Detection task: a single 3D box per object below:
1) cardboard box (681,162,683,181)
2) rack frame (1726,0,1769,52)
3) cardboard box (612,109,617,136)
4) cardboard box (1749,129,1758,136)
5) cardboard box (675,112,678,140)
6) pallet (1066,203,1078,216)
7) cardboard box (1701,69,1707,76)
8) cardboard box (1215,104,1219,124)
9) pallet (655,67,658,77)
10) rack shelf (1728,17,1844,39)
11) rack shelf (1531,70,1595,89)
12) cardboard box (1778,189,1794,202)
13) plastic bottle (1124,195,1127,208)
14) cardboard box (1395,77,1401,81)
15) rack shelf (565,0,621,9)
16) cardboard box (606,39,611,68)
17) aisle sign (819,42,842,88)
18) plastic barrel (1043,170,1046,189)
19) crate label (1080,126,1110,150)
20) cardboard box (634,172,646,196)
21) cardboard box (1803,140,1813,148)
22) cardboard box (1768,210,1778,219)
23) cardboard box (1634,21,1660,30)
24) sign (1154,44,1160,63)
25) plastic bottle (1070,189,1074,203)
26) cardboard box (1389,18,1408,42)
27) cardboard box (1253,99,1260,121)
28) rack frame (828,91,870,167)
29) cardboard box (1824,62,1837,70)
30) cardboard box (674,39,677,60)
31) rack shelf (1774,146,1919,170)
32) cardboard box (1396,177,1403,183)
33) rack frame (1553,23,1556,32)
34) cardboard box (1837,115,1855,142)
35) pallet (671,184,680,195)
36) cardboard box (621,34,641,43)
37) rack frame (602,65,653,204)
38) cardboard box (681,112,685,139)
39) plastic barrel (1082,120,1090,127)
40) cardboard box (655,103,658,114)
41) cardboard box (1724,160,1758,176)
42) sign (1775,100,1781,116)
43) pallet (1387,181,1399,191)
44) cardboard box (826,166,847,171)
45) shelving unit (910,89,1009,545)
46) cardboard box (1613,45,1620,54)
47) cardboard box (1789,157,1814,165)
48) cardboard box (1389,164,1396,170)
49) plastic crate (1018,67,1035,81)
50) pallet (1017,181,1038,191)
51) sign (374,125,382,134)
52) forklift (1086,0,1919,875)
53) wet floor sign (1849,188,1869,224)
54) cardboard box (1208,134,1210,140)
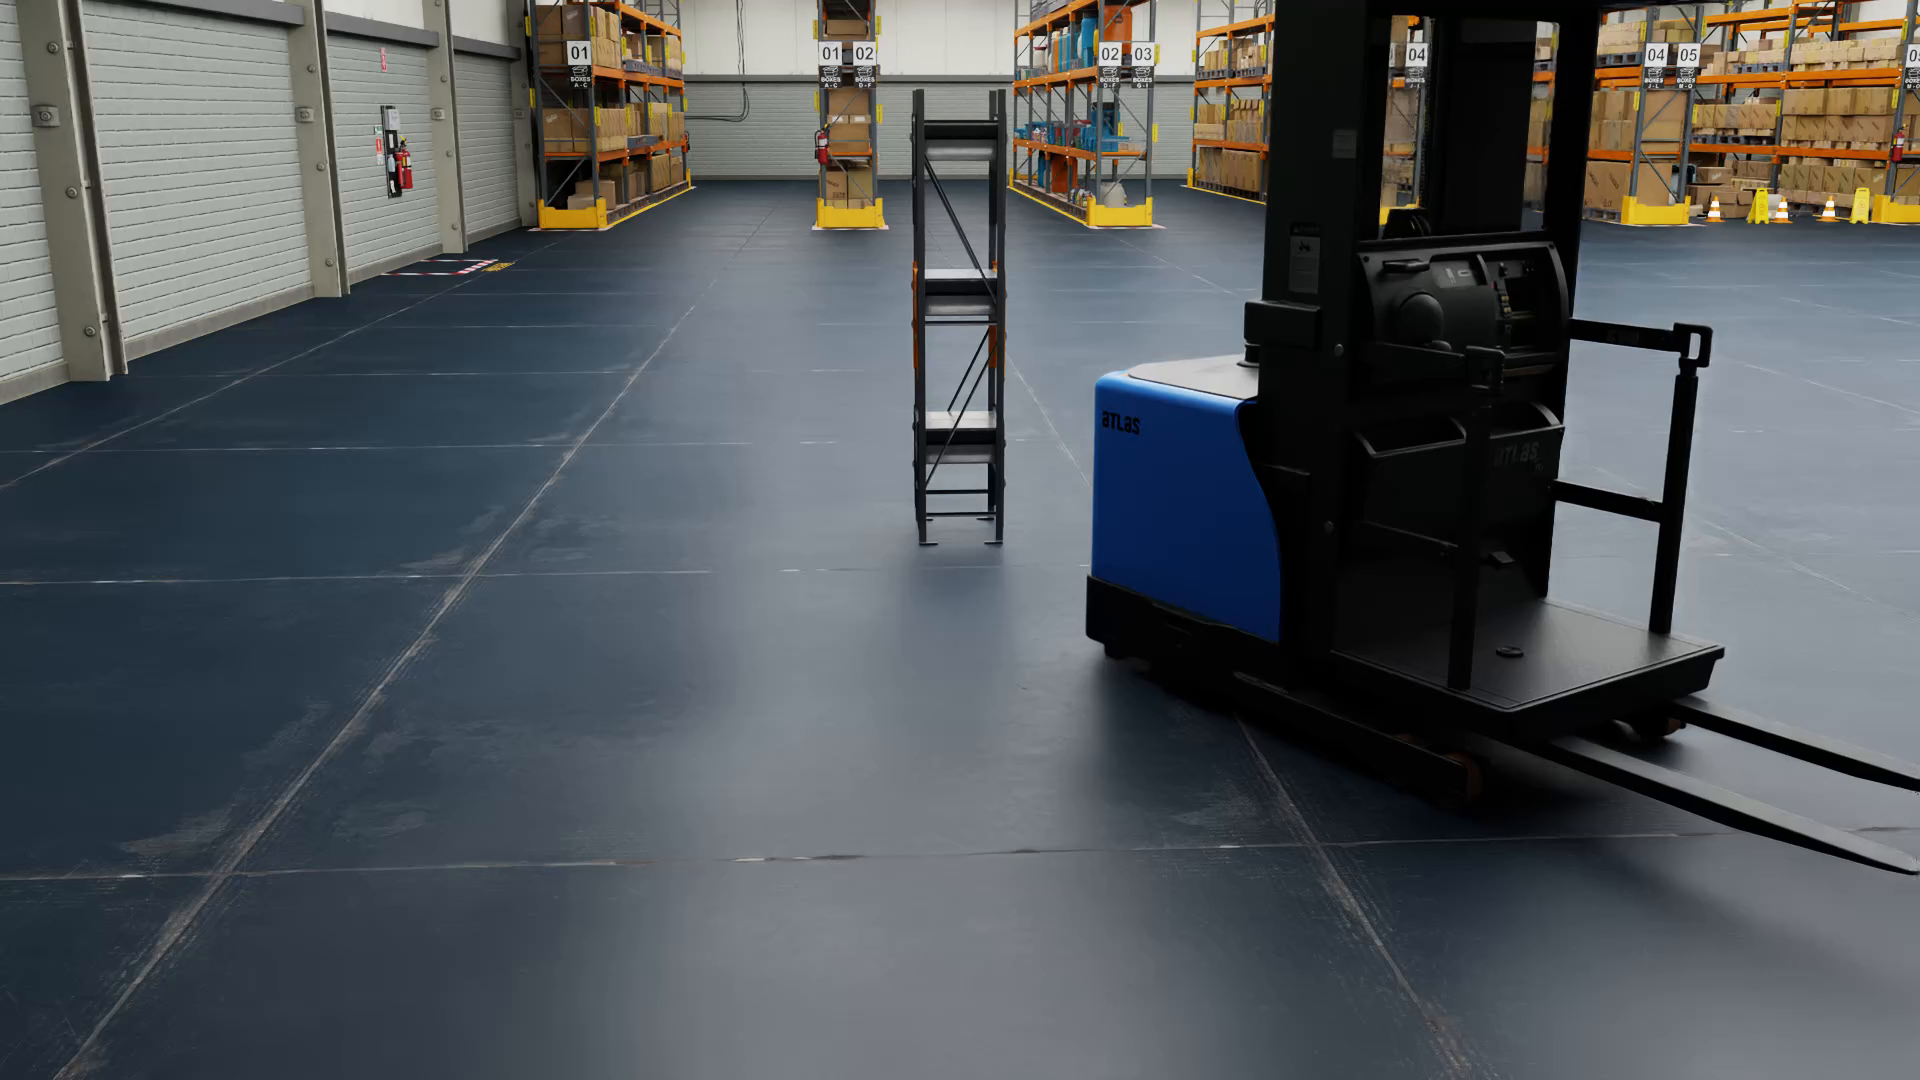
[{"bbox_3d":[-7.779,-9.837,44.414,0.700,0.500,0.500,-1,14,-3],"label":"cardboard box"},{"bbox_3d":[21.754,-14.382,45.866,1.000,3.000,0.127,-1,14,-3],"label":"rack frame"},{"bbox_3d":[-6.751,-7.841,31.238,0.500,0.500,0.500,0,14,-2],"label":"cardboard box"},{"bbox_3d":[17.186,-8.750,35.675,0.380,0.149,0.250,-1,14,-4],"label":"cardboard box"},{"bbox_3d":[-7.786,-10.665,42.856,0.980,0.700,0.700,-2,15,-6],"label":"cardboard box"},{"bbox_3d":[2.709,-6.667,33.516,1.003,0.211,1.213,-1,14,-3],"label":"pallet"},{"bbox_3d":[17.146,-10.660,37.922,0.380,0.149,0.250,-1,14,-3],"label":"cardboard box"},{"bbox_3d":[6.835,-10.921,42.652,0.500,0.500,0.500,-1,14,-3],"label":"cardboard box"},{"bbox_3d":[-7.592,-10.826,38.442,1.003,0.211,1.213,0,14,-1],"label":"pallet"},{"bbox_3d":[21.878,-13.535,44.022,1.077,0.370,4.000,-1,14,-3],"label":"rack shelf"},{"bbox_3d":[12.485,-9.915,35.967,1.077,0.370,4.000,-1,14,-3],"label":"rack shelf"},{"bbox_3d":[17.311,-7.136,34.416,0.500,0.250,0.500,-2,15,-6],"label":"cardboard box"},{"bbox_3d":[3.156,-6.538,32.011,0.097,0.271,0.097,0,14,0],"label":"plastic bottle"},{"bbox_3d":[11.733,-12.175,43.607,0.500,0.250,0.500,-1,14,-4],"label":"cardboard box"},{"bbox_3d":[-7.055,-10.091,30.636,1.077,0.370,4.000,-1,14,-3],"label":"rack shelf"},{"bbox_3d":[-6.790,-9.032,30.849,0.500,0.500,0.500,0,14,0],"label":"cardboard box"},{"bbox_3d":[-2.276,-8.353,29.256,0.394,0.787,0.004,-1,14,-3],"label":"aisle sign"},{"bbox_3d":[2.220,-8.720,40.049,0.421,0.512,0.421,0,14,0],"label":"plastic barrel"},{"bbox_3d":[2.573,-7.661,31.713,0.502,0.435,0.616,-1,14,-3],"label":"crate label"},{"bbox_3d":[-7.330,-7.852,36.656,0.700,0.500,0.500,-1,14,-3],"label":"cardboard box"},{"bbox_3d":[17.338,-8.020,33.683,0.380,0.149,0.250,0,14,-2],"label":"cardboard box"},{"bbox_3d":[15.694,-6.334,32.346,0.380,0.149,0.250,7,16,26],"label":"cardboard box"},{"bbox_3d":[12.498,-9.366,30.250,0.380,0.149,0.250,-1,14,-3],"label":"cardboard box"},{"bbox_3d":[3.506,-8.655,29.608,0.100,0.325,0.005,-1,14,-3],"label":"sign"},{"bbox_3d":[2.291,-6.991,33.771,0.097,0.271,0.097,0,14,0],"label":"plastic bottle"},{"bbox_3d":[8.078,-9.528,31.217,0.500,0.500,0.500,-1,14,-4],"label":"cardboard box"},{"bbox_3d":[7.338,-10.135,39.185,0.797,0.503,0.637,-1,14,-2],"label":"cardboard box"},{"bbox_3d":[-2.483,-9.105,37.393,1.000,3.000,0.127,-1,14,-3],"label":"rack frame"},{"bbox_3d":[17.310,-9.343,32.803,0.380,0.149,0.250,-1,14,-5],"label":"cardboard box"},{"bbox_3d":[-7.544,-12.580,42.633,0.500,0.500,0.500,-2,15,-6],"label":"cardboard box"},{"bbox_3d":[17.667,-7.569,32.869,1.077,0.370,4.000,-1,14,-3],"label":"rack shelf"},{"bbox_3d":[11.685,-9.475,43.712,0.380,0.149,0.250,-1,14,-4],"label":"cardboard box"},{"bbox_3d":[16.800,-14.305,45.564,1.000,3.000,0.127,-1,14,-3],"label":"rack frame"},{"bbox_3d":[17.429,-7.993,32.273,0.500,0.500,0.500,-1,14,-4],"label":"cardboard box"},{"bbox_3d":[-7.643,-8.862,42.046,1.003,0.211,1.213,-1,14,-3],"label":"pallet"},{"bbox_3d":[-7.702,-11.742,39.033,0.500,0.250,0.500,-1,14,-5],"label":"cardboard box"},{"bbox_3d":[-7.427,-9.027,37.093,1.000,3.000,0.127,-1,14,-3],"label":"rack frame"},{"bbox_3d":[-7.881,-11.036,44.296,0.980,0.700,0.700,0,14,-1],"label":"cardboard box"},{"bbox_3d":[2.823,-8.675,35.451,0.433,0.535,0.433,0,14,0],"label":"plastic barrel"},{"bbox_3d":[-7.266,-9.968,38.404,0.500,0.250,0.500,-1,14,-3],"label":"cardboard box"},{"bbox_3d":[21.697,-10.318,46.275,0.797,0.503,0.637,-1,15,-6],"label":"cardboard box"},{"bbox_3d":[16.990,-8.966,34.531,0.100,0.325,0.005,-1,14,-3],"label":"sign"},{"bbox_3d":[11.958,-9.423,44.227,1.003,0.211,1.213,-1,14,-3],"label":"pallet"},{"bbox_3d":[-2.480,-7.101,32.774,0.500,0.500,0.500,-1,14,-3],"label":"cardboard box"},{"bbox_3d":[-0.010,-1.058,7.925,0.431,2.100,0.503,-1,14,-3],"label":"shelving unit"},{"bbox_3d":[12.452,-9.168,31.081,0.380,0.149,0.250,-1,14,-3],"label":"cardboard box"},{"bbox_3d":[17.259,-7.781,34.118,0.380,0.149,0.250,-1,14,-3],"label":"cardboard box"},{"bbox_3d":[11.661,-9.946,44.348,0.380,0.149,0.250,-1,14,-3],"label":"cardboard box"},{"bbox_3d":[1.786,-12.208,43.561,0.504,0.338,0.767,-1,14,-3],"label":"plastic crate"},{"bbox_3d":[2.051,-9.311,43.791,1.003,0.211,1.213,-1,14,-3],"label":"pallet"},{"bbox_3d":[-7.411,-5.227,21.188,0.001,0.109,0.331,-1,14,-3],"label":"sign"},{"bbox_3d":[1.723,-0.758,5.091,1.130,2.935,3.031,-10,17,-33],"label":"forklift"},{"bbox_3d":[16.735,-6.216,30.892,0.267,0.644,0.232,4,15,16],"label":"wet floor sign"},{"bbox_3d":[6.716,-10.584,43.645,0.380,0.149,0.250,-1,14,-3],"label":"cardboard box"}]
